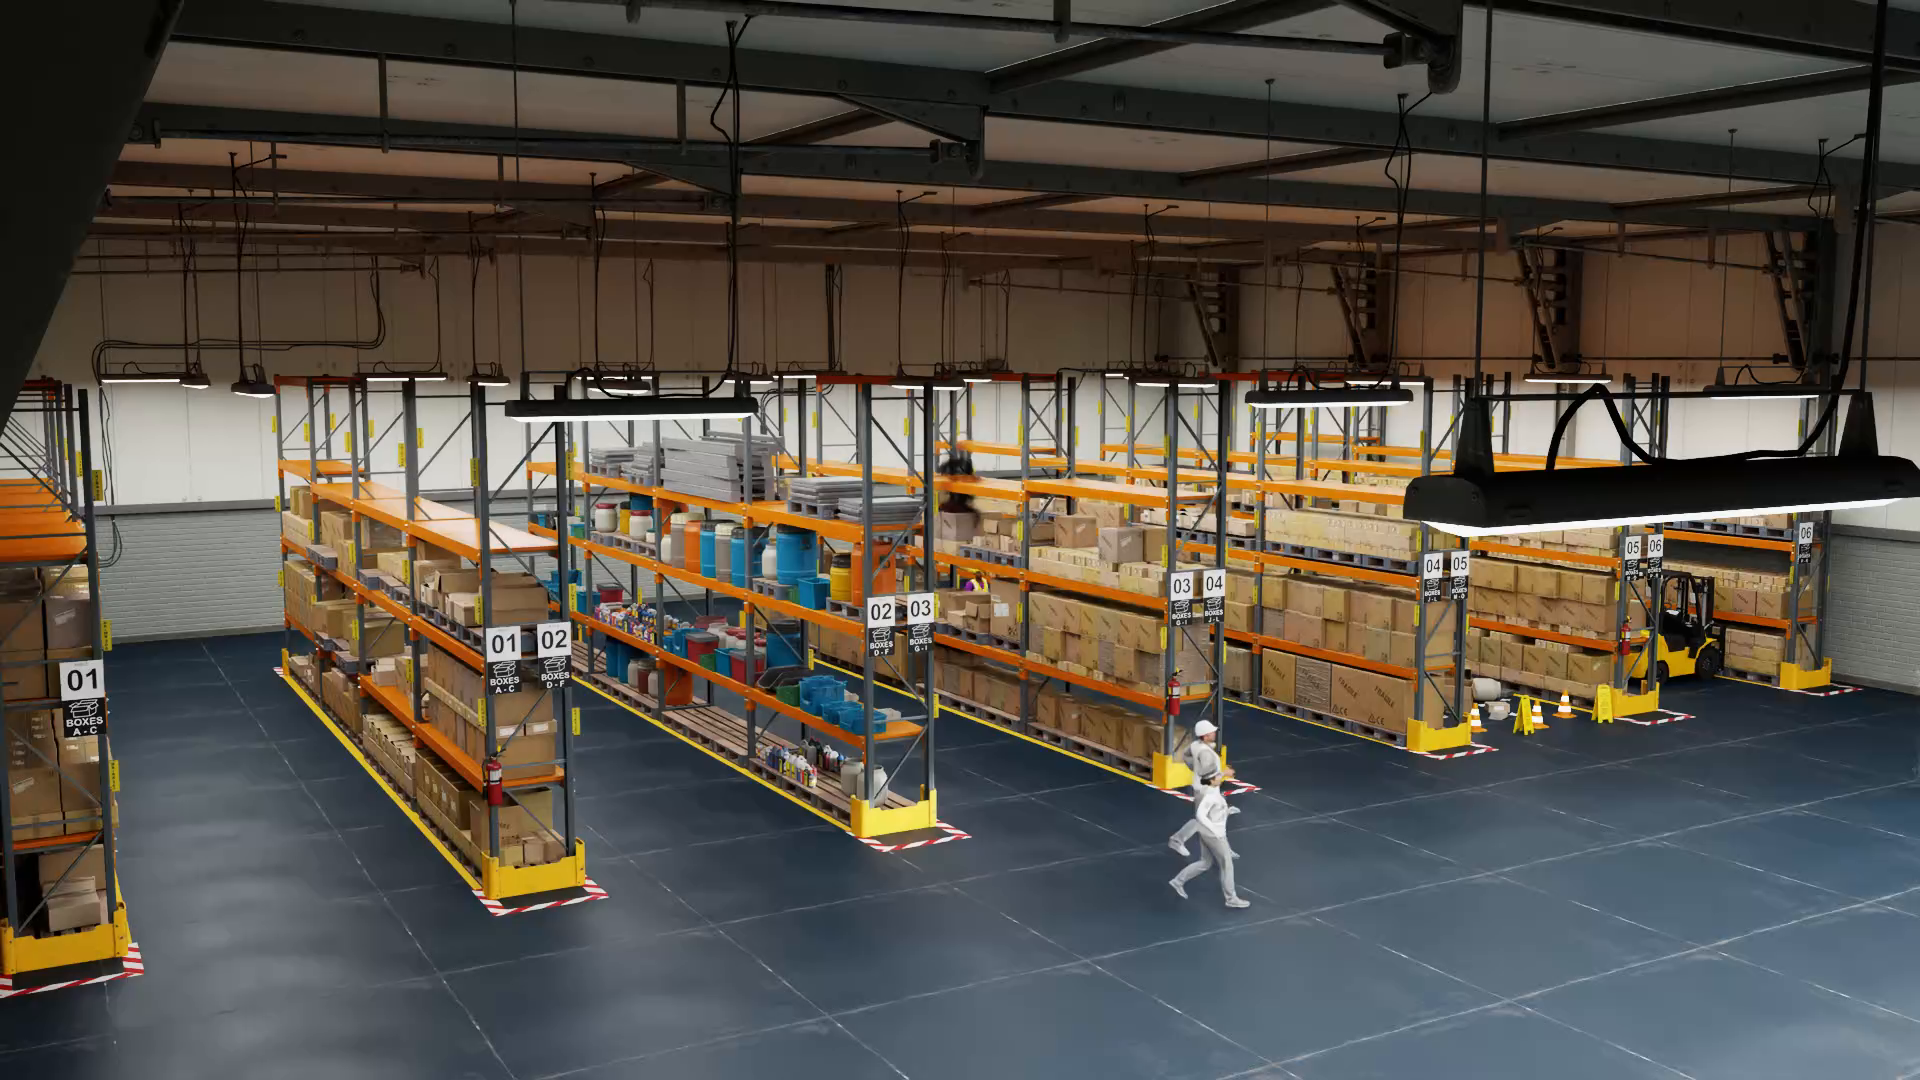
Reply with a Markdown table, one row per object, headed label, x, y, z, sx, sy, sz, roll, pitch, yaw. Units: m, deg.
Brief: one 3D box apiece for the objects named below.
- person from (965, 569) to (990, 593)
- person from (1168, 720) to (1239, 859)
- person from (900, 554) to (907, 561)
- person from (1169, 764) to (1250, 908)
| label | x | y | z | sx | sy | sz | roll | pitch | yaw |
| --- | --- | --- | --- | --- | --- | --- | --- | --- | --- |
| person | 0.448 | 1.470 | 36.473 | 0.706 | 1.779 | 0.944 | -3 | 7 | -25 |
| person | 3.087 | 3.158 | 20.964 | 0.917 | 1.804 | 0.668 | 0 | 6 | 2 |
| person | -1.389 | 1.151 | 39.509 | 0.718 | 1.740 | 0.603 | -3 | 7 | -25 |
| person | 2.882 | 3.389 | 19.106 | 0.929 | 1.672 | 0.618 | 0 | 6 | -3 |
